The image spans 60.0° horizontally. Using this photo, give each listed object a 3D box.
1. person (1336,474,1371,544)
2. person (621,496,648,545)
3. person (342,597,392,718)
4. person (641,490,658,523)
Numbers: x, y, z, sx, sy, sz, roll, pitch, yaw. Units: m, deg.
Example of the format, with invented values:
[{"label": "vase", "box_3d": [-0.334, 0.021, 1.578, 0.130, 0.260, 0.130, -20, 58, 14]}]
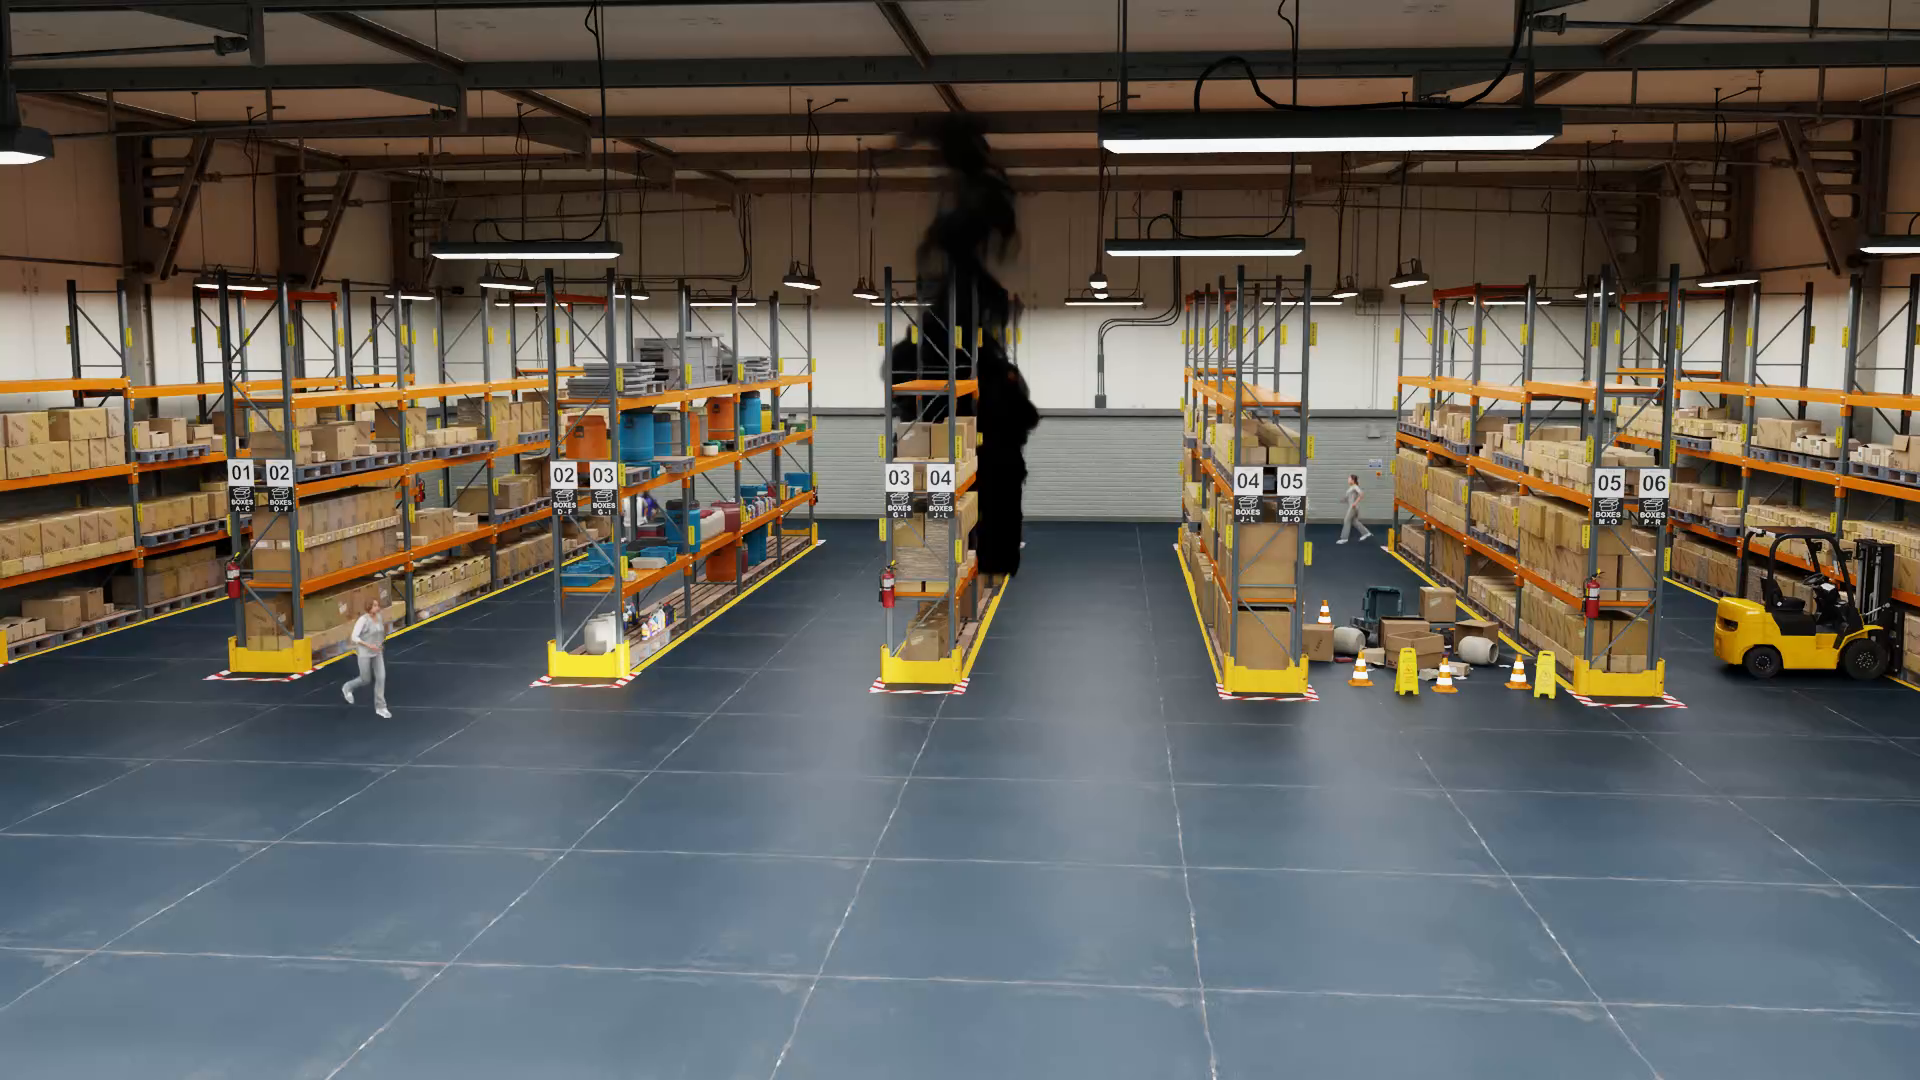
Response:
[{"label": "person", "box_3d": [9.615, -0.750, 40.546, 0.852, 1.699, 0.583, 1, 7, 6]}, {"label": "person", "box_3d": [-7.108, -0.274, 36.164, 0.618, 1.832, 0.853, -1, 7, -4]}, {"label": "person", "box_3d": [-7.888, 1.544, 22.135, 0.878, 1.589, 0.565, 3, 8, 25]}, {"label": "person", "box_3d": [-7.204, -0.421, 38.079, 0.572, 1.598, 0.525, -1, 7, -4]}]
